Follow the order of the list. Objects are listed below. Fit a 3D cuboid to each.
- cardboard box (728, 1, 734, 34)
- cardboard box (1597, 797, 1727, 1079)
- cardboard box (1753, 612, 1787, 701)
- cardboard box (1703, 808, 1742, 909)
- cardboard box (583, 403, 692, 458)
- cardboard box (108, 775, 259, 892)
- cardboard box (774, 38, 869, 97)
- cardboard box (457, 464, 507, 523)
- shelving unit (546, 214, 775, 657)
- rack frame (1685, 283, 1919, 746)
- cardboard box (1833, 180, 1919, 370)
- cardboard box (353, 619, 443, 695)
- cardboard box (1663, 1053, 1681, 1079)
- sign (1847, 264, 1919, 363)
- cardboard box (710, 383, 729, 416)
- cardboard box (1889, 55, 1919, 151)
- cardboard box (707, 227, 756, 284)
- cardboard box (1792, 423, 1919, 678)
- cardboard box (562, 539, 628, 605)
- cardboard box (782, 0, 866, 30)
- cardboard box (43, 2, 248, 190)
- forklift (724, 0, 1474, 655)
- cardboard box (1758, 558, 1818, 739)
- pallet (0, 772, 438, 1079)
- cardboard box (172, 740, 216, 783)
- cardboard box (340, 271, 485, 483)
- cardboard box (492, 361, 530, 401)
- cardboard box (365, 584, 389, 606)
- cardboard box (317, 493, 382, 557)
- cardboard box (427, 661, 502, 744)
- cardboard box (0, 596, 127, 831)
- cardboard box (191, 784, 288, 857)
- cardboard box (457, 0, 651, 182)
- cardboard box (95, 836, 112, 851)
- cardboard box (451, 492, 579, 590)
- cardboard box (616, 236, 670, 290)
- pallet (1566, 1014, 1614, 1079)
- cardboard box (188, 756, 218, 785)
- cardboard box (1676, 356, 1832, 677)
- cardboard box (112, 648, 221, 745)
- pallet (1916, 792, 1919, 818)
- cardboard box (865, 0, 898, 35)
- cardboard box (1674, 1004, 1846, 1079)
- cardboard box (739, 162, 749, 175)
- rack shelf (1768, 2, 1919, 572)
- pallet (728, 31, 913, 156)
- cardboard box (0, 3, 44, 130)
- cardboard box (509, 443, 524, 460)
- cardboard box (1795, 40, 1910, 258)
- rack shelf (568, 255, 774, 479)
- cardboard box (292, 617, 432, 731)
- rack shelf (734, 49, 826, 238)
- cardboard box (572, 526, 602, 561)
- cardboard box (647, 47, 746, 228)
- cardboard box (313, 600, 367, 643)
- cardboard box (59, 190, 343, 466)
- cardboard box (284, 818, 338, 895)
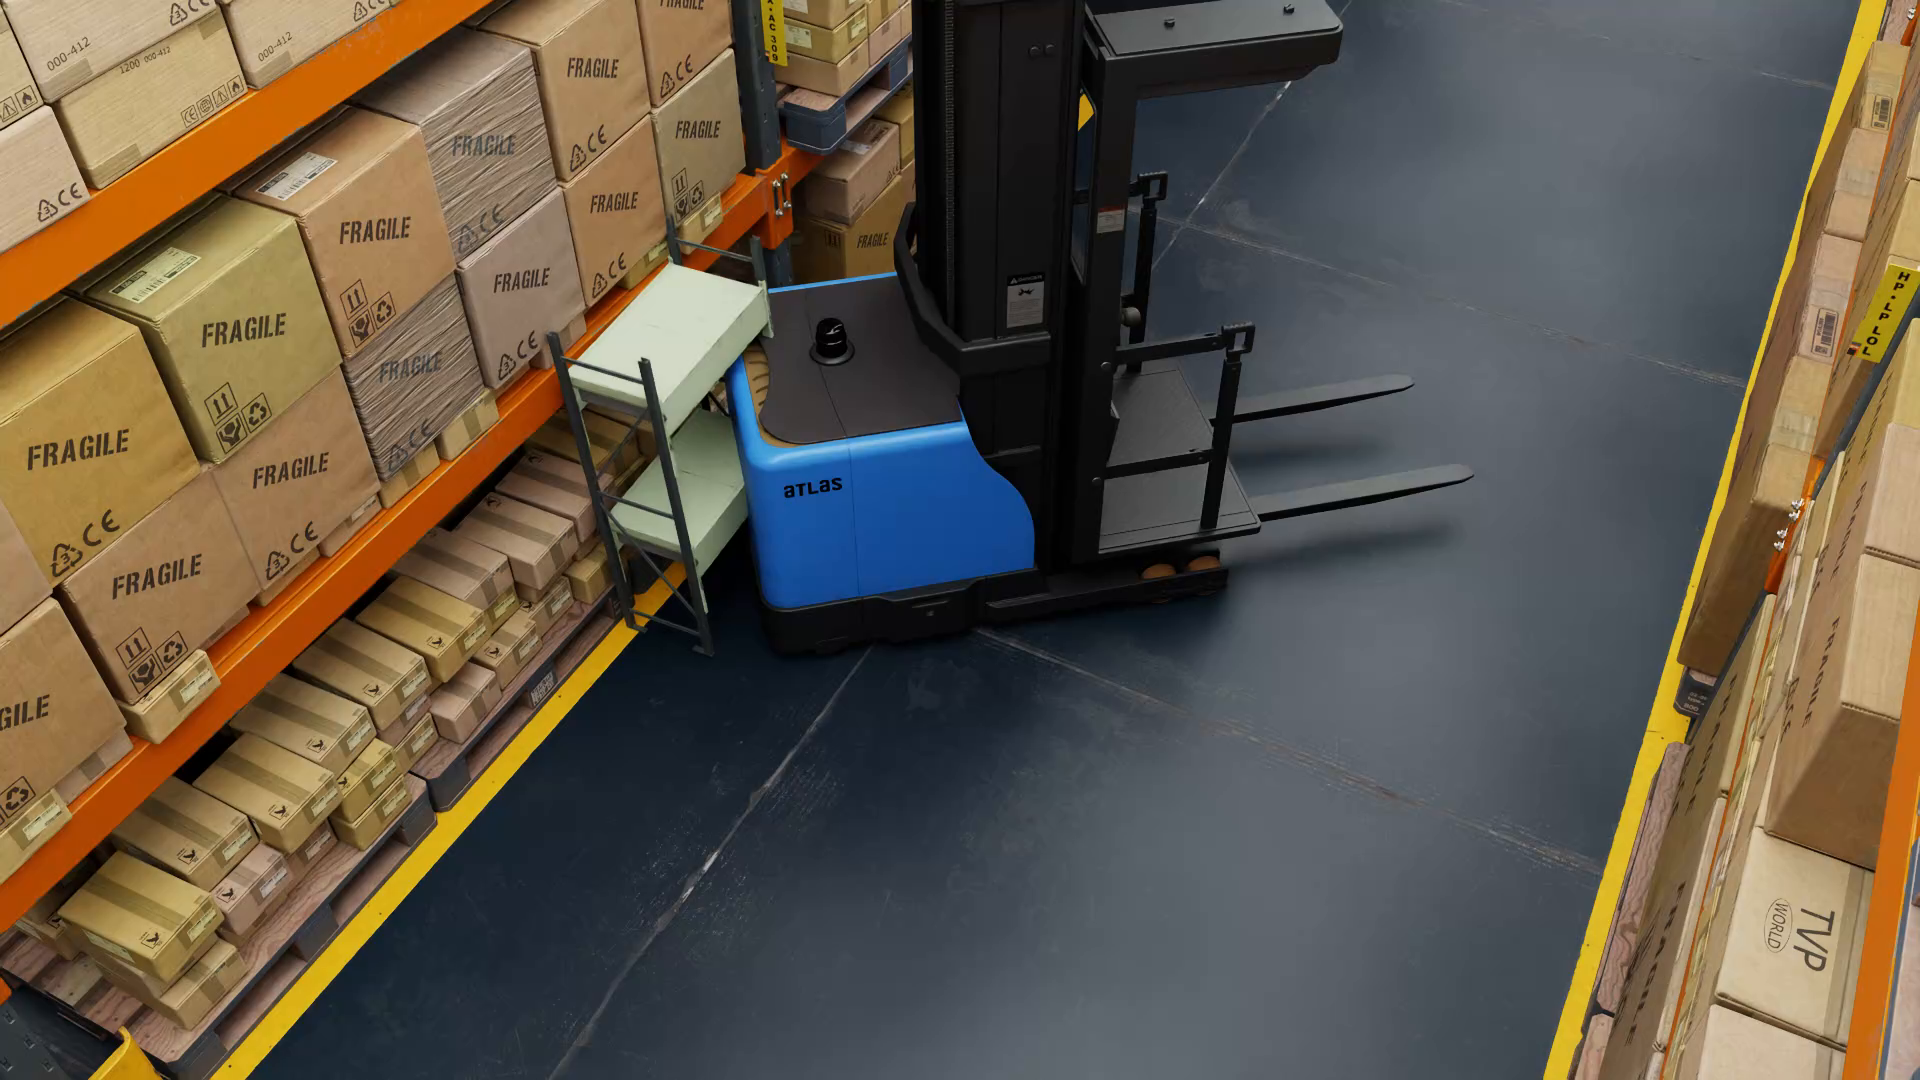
[{"bbox_3d":[-1.176,-2.175,6.952,0.380,0.149,0.250,19,48,18],"label":"cardboard box"},{"bbox_3d":[2.366,1.456,4.680,0.875,0.875,0.875,20,49,19],"label":"cardboard box"},{"bbox_3d":[2.485,0.397,4.705,0.380,0.149,0.250,22,49,20],"label":"cardboard box"},{"bbox_3d":[2.128,0.882,4.226,0.380,0.149,0.250,21,49,19],"label":"cardboard box"},{"bbox_3d":[-1.313,-0.512,6.718,0.380,0.149,0.250,20,49,19],"label":"cardboard box"},{"bbox_3d":[-2.476,0.933,5.289,0.380,0.149,0.250,21,49,20],"label":"cardboard box"},{"bbox_3d":[-0.595,-1.956,6.736,0.380,0.149,0.250,18,48,17],"label":"cardboard box"},{"bbox_3d":[-2.032,-0.239,6.657,0.380,0.149,0.250,23,50,21],"label":"cardboard box"},{"bbox_3d":[-1.025,-0.365,6.303,0.431,1.500,0.755,17,49,19],"label":"shelving unit"},{"bbox_3d":[3.161,-0.099,5.019,1.000,3.000,0.127,20,49,19],"label":"rack frame"},{"bbox_3d":[3.372,-0.829,5.670,0.500,0.500,0.500,22,49,20],"label":"cardboard box"},{"bbox_3d":[-2.016,0.378,6.048,0.380,0.149,0.250,23,50,21],"label":"cardboard box"},{"bbox_3d":[1.771,1.368,3.745,0.380,0.149,0.250,21,49,19],"label":"cardboard box"},{"bbox_3d":[2.676,-0.652,4.806,0.100,0.325,0.005,20,49,19],"label":"sign"},{"bbox_3d":[-1.164,-0.573,6.987,0.380,0.149,0.250,18,48,17],"label":"cardboard box"},{"bbox_3d":[4.079,-1.788,6.618,0.500,0.500,0.500,20,49,18],"label":"cardboard box"},{"bbox_3d":[-1.065,-1.619,7.983,0.500,0.500,0.500,20,49,18],"label":"cardboard box"},{"bbox_3d":[2.477,0.110,4.181,0.500,0.500,0.500,20,49,19],"label":"cardboard box"},{"bbox_3d":[-1.546,0.065,6.565,0.380,0.149,0.250,20,49,19],"label":"cardboard box"},{"bbox_3d":[-0.595,-2.165,6.524,0.380,0.149,0.250,23,50,21],"label":"cardboard box"},{"bbox_3d":[-2.131,-1.140,4.044,0.500,0.250,0.500,19,48,18],"label":"cardboard box"},{"bbox_3d":[0.612,-1.132,6.088,3.031,2.935,1.130,-9,46,-9],"label":"forklift"},{"bbox_3d":[2.476,0.370,4.452,0.500,0.250,0.500,20,49,19],"label":"cardboard box"},{"bbox_3d":[-2.598,1.151,5.743,1.003,0.211,1.213,20,49,19],"label":"pallet"},{"bbox_3d":[-2.810,0.715,5.715,0.380,0.149,0.250,19,48,17],"label":"cardboard box"},{"bbox_3d":[-1.893,-0.585,5.220,0.500,0.500,0.500,19,48,18],"label":"cardboard box"},{"bbox_3d":[-1.717,-0.630,5.720,0.380,0.149,0.250,20,49,18],"label":"cardboard box"},{"bbox_3d":[-2.259,0.199,6.434,0.380,0.149,0.250,22,49,20],"label":"cardboard box"},{"bbox_3d":[-2.061,-0.132,5.228,0.380,0.149,0.250,20,49,18],"label":"cardboard box"},{"bbox_3d":[-1.915,0.554,6.083,0.380,0.149,0.250,18,48,17],"label":"cardboard box"},{"bbox_3d":[-2.589,0.388,4.258,0.500,0.500,0.500,23,50,21],"label":"cardboard box"},{"bbox_3d":[-2.359,0.887,5.545,0.380,0.149,0.250,21,49,20],"label":"cardboard box"},{"bbox_3d":[-1.399,-1.579,5.499,0.500,0.500,0.500,19,48,18],"label":"cardboard box"},{"bbox_3d":[-2.853,0.808,5.413,0.380,0.149,0.250,21,49,20],"label":"cardboard box"},{"bbox_3d":[-1.660,0.001,6.211,0.380,0.149,0.250,19,48,18],"label":"cardboard box"},{"bbox_3d":[-1.311,-1.108,6.193,0.380,0.149,0.250,22,49,21],"label":"cardboard box"},{"bbox_3d":[2.174,2.106,4.801,1.003,0.211,1.213,20,49,19],"label":"pallet"},{"bbox_3d":[-2.754,0.840,5.800,0.380,0.149,0.250,20,49,19],"label":"cardboard box"},{"bbox_3d":[3.440,0.090,6.030,1.225,0.875,0.875,21,49,19],"label":"cardboard box"},{"bbox_3d":[-2.348,0.386,4.716,0.380,0.149,0.250,19,48,18],"label":"cardboard box"},{"bbox_3d":[2.205,0.155,2.721,1.003,0.211,1.213,20,49,19],"label":"pallet"},{"bbox_3d":[-0.476,-2.225,6.792,0.380,0.149,0.250,20,49,18],"label":"cardboard box"},{"bbox_3d":[1.766,1.336,3.497,0.500,0.250,0.500,19,48,18],"label":"cardboard box"},{"bbox_3d":[-1.063,-1.886,7.720,0.500,0.250,0.500,19,48,18],"label":"cardboard box"},{"bbox_3d":[4.089,-1.106,6.520,1.077,0.370,4.000,20,49,19],"label":"rack shelf"},{"bbox_3d":[-0.702,-2.167,7.197,1.003,0.211,1.213,20,49,19],"label":"pallet"},{"bbox_3d":[-2.367,-0.978,3.533,0.500,0.250,0.500,20,49,19],"label":"cardboard box"},{"bbox_3d":[-1.884,-0.505,6.711,0.380,0.149,0.250,19,48,18],"label":"cardboard box"},{"bbox_3d":[4.679,-1.592,7.693,1.225,0.875,0.875,18,48,17],"label":"cardboard box"},{"bbox_3d":[-1.040,-0.636,6.023,0.431,0.370,0.720,17,49,19],"label":"rack shelf"},{"bbox_3d":[-2.067,0.462,5.755,0.380,0.149,0.250,22,49,21],"label":"cardboard box"},{"bbox_3d":[-0.257,-2.808,8.202,1.077,0.370,4.000,20,49,19],"label":"rack shelf"},{"bbox_3d":[-1.578,-0.105,6.525,0.380,0.149,0.250,22,49,20],"label":"cardboard box"},{"bbox_3d":[-1.160,-1.542,6.166,0.500,0.500,0.500,21,49,19],"label":"cardboard box"},{"bbox_3d":[-2.446,0.229,6.195,0.380,0.149,0.250,23,50,21],"label":"cardboard box"},{"bbox_3d":[-2.109,-0.607,4.539,0.500,0.500,0.500,19,48,18],"label":"cardboard box"},{"bbox_3d":[-2.357,0.999,5.643,0.380,0.149,0.250,21,49,19],"label":"cardboard box"}]
